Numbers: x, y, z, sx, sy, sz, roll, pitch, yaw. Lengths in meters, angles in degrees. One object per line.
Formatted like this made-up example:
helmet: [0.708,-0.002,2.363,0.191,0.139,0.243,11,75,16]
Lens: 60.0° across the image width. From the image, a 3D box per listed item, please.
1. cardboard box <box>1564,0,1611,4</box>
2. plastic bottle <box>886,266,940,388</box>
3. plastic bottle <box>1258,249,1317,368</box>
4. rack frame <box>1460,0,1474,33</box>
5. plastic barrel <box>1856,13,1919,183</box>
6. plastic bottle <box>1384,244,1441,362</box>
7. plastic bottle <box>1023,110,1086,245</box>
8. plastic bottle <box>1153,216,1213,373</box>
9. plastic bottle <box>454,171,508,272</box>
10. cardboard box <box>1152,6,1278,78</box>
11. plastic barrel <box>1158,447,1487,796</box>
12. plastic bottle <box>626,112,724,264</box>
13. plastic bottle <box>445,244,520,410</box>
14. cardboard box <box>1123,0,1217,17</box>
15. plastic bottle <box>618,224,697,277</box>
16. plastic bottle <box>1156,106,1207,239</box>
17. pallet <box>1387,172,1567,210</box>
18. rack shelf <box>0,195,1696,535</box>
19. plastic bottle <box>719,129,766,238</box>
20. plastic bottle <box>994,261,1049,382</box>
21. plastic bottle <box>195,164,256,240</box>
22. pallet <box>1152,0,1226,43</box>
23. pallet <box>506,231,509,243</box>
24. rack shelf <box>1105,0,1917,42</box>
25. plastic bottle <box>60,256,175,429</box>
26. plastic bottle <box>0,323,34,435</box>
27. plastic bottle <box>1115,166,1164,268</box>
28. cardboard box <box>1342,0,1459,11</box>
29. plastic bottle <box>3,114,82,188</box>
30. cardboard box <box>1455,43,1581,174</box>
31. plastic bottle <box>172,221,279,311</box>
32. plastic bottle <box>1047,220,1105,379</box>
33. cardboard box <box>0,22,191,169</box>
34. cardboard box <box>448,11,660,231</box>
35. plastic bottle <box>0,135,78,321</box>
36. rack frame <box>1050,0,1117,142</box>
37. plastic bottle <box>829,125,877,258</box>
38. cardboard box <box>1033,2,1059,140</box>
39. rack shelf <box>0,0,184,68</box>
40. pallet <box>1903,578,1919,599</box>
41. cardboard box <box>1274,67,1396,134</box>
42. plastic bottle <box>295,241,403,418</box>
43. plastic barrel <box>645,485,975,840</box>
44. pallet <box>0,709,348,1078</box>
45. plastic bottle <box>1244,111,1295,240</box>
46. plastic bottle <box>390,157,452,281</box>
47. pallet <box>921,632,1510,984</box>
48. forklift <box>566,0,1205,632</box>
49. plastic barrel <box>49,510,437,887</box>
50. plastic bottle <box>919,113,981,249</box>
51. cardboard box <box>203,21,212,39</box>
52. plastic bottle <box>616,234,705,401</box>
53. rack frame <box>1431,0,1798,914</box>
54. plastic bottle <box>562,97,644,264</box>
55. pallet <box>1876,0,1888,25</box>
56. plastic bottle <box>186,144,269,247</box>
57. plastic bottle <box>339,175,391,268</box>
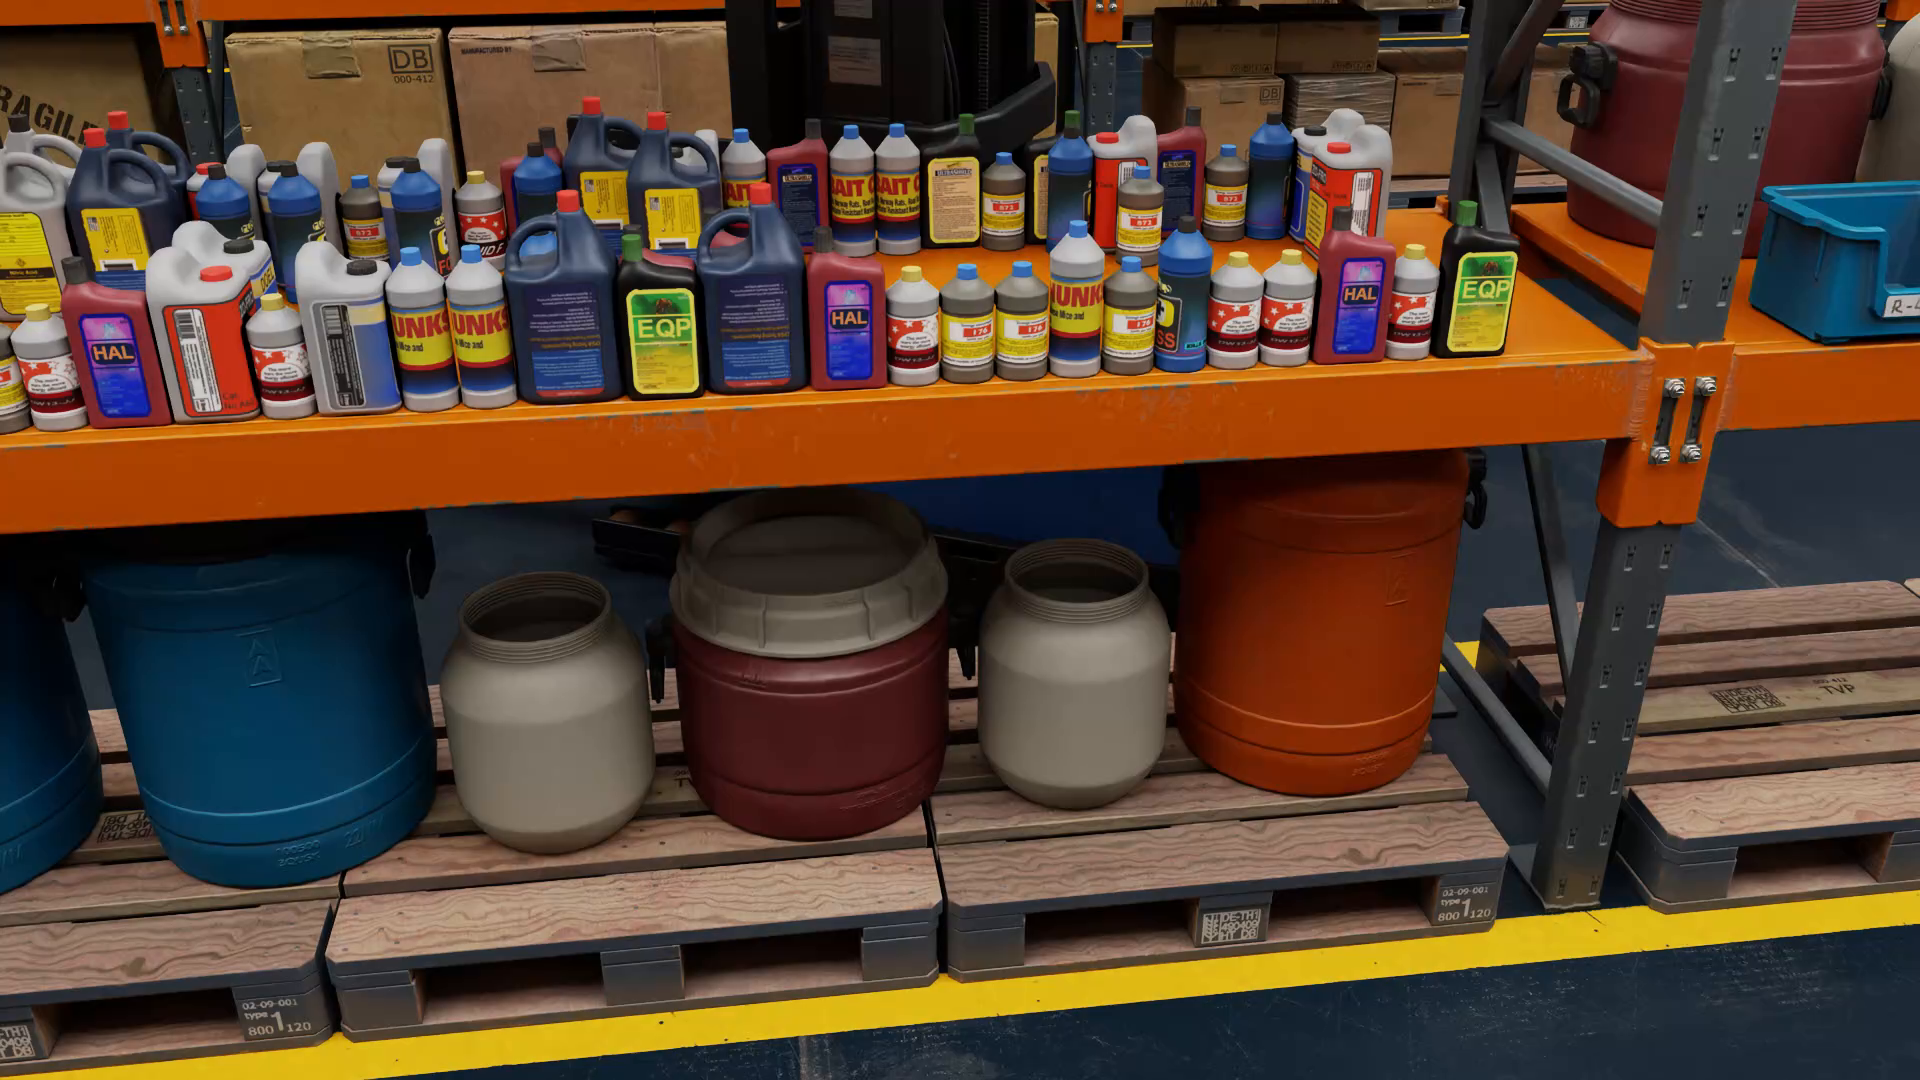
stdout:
cardboard box: [4.590,-4.736,13.061,0.875,0.875,0.875,-3,27,-6]
plastic bottle: [-0.084,-0.380,2.922,0.097,0.201,0.097,0,27,0]
plastic bottle: [0.591,-0.423,3.006,0.097,0.201,0.097,0,27,0]
rack frame: [3.957,-5.486,12.656,0.127,3.000,1.000,-4,27,-7]
plastic barrel: [2.266,-0.955,3.704,0.421,0.512,0.421,0,27,0]
plastic bottle: [0.819,-0.438,3.035,0.097,0.201,0.097,0,27,0]
plastic bottle: [0.207,-0.793,3.638,0.133,0.283,0.061,-4,27,-7]
plastic bottle: [0.398,-0.442,2.966,0.097,0.271,0.097,0,27,0]
plastic bottle: [-1.003,-0.670,3.488,0.097,0.201,0.097,0,27,0]
cardboard box: [1.246,-2.456,8.186,0.500,0.250,0.500,-3,27,-5]
plastic barrel: [0.795,0.074,3.737,0.708,0.830,0.600,-4,27,-7]
plastic bottle: [-0.574,-0.684,3.350,0.185,0.351,0.144,-4,27,-7]
plastic bottle: [-0.811,-0.364,2.815,0.097,0.271,0.097,0,27,0]
cardboard box: [1.477,-4.472,12.685,0.750,0.750,1.050,-3,27,-6]
plastic bottle: [-0.519,-0.408,2.887,0.133,0.283,0.061,-4,27,-7]
plastic bottle: [0.472,-0.810,3.671,0.133,0.283,0.061,-4,27,-7]
pallet: [2.567,-1.867,8.658,1.213,0.211,1.003,-4,27,-7]
rack shelf: [-0.703,-0.296,3.330,4.000,0.370,1.077,-4,27,-7]
plastic bottle: [-0.459,-0.737,3.541,0.097,0.271,0.097,0,27,0]
plastic bottle: [0.109,-0.392,2.946,0.097,0.201,0.097,0,27,0]
plastic bottle: [-1.442,-0.603,3.281,0.097,0.271,0.097,0,27,0]
pallet: [1.993,-4.083,12.976,1.213,0.211,1.003,-4,27,-7]
pallet: [-2.620,-1.571,8.080,1.213,0.211,1.003,-4,27,-7]
rack shelf: [2.568,-2.790,8.189,4.000,0.370,1.077,-4,27,-7]
plastic bottle: [-1.382,-0.324,2.724,0.133,0.283,0.061,-4,27,-7]
plastic bottle: [-1.595,-0.283,2.732,0.097,0.201,0.097,0,27,0]
plastic bottle: [0.381,-0.689,3.525,0.097,0.201,0.097,0,27,0]
cardboard box: [3.355,-4.592,12.917,0.750,0.750,1.050,-4,27,-7]
plastic bottle: [-1.819,-0.674,3.331,0.185,0.351,0.144,-4,27,-7]
cardboard box: [2.908,-2.234,8.574,0.500,0.500,0.700,-6,28,-12]
plastic bottle: [-1.277,-0.419,2.917,0.135,0.276,0.152,-4,27,-7]
plastic bottle: [0.205,-0.429,2.942,0.097,0.271,0.097,0,27,0]
cardboard box: [-4.038,-1.964,7.659,0.875,0.875,0.875,-4,27,-7]
cardboard box: [-1.858,-2.077,7.879,0.875,0.875,1.225,-5,28,-9]
plastic bottle: [-1.799,-0.609,3.204,0.185,0.351,0.144,-4,27,-7]
rack frame: [0.587,-2.983,7.777,0.127,3.000,1.000,-4,27,-7]
plastic bottle: [-0.230,-0.751,3.569,0.097,0.271,0.097,0,27,0]
cardboard box: [-0.099,-2.190,8.099,0.875,0.875,1.225,-5,28,-10]
rack shelf: [-5.354,-2.281,7.198,4.000,0.370,1.077,-4,27,-7]
pallet: [3.255,0.389,4.260,1.213,0.211,1.003,-4,27,-7]
cardboard box: [1.795,-2.159,8.428,0.500,0.500,0.700,-6,28,-11]
plastic bottle: [-1.026,-0.365,2.811,0.135,0.276,0.152,-4,27,-7]
plastic barrel: [-0.323,0.253,3.653,0.708,0.588,0.600,-4,27,-7]
pallet: [-1.914,0.721,3.613,1.213,0.211,1.003,-4,27,-7]
plastic bottle: [0.685,-0.810,3.684,0.097,0.271,0.097,0,27,0]
plastic bottle: [-1.079,-0.627,3.326,0.097,0.271,0.097,0,27,0]
pallet: [0.502,0.566,3.916,1.213,0.211,1.003,-4,27,-7]
forklift: [-0.584,-1.407,4.781,3.031,2.935,1.130,10,29,19]
plastic barrel: [-1.441,0.186,3.441,0.708,0.901,0.600,-4,27,-7]
plastic bottle: [-0.022,-0.778,3.609,0.133,0.283,0.061,-4,27,-7]
cardboard box: [-5.331,-3.651,11.742,0.250,0.149,0.380,-4,27,-7]
plastic bottle: [-0.511,-0.380,2.833,0.133,0.283,0.061,-4,27,-7]
rack frame: [1.277,-0.744,3.414,0.127,3.000,1.000,-4,27,-7]
plastic bottle: [-0.728,-0.744,3.468,0.185,0.351,0.144,-4,27,-7]
pallet: [7.137,-4.413,13.620,1.213,0.211,1.003,-4,27,-7]
plastic bottle: [-1.477,-0.661,3.387,0.135,0.276,0.152,-4,27,-7]
plastic bottle: [-1.233,-0.656,3.460,0.097,0.201,0.097,0,27,0]
